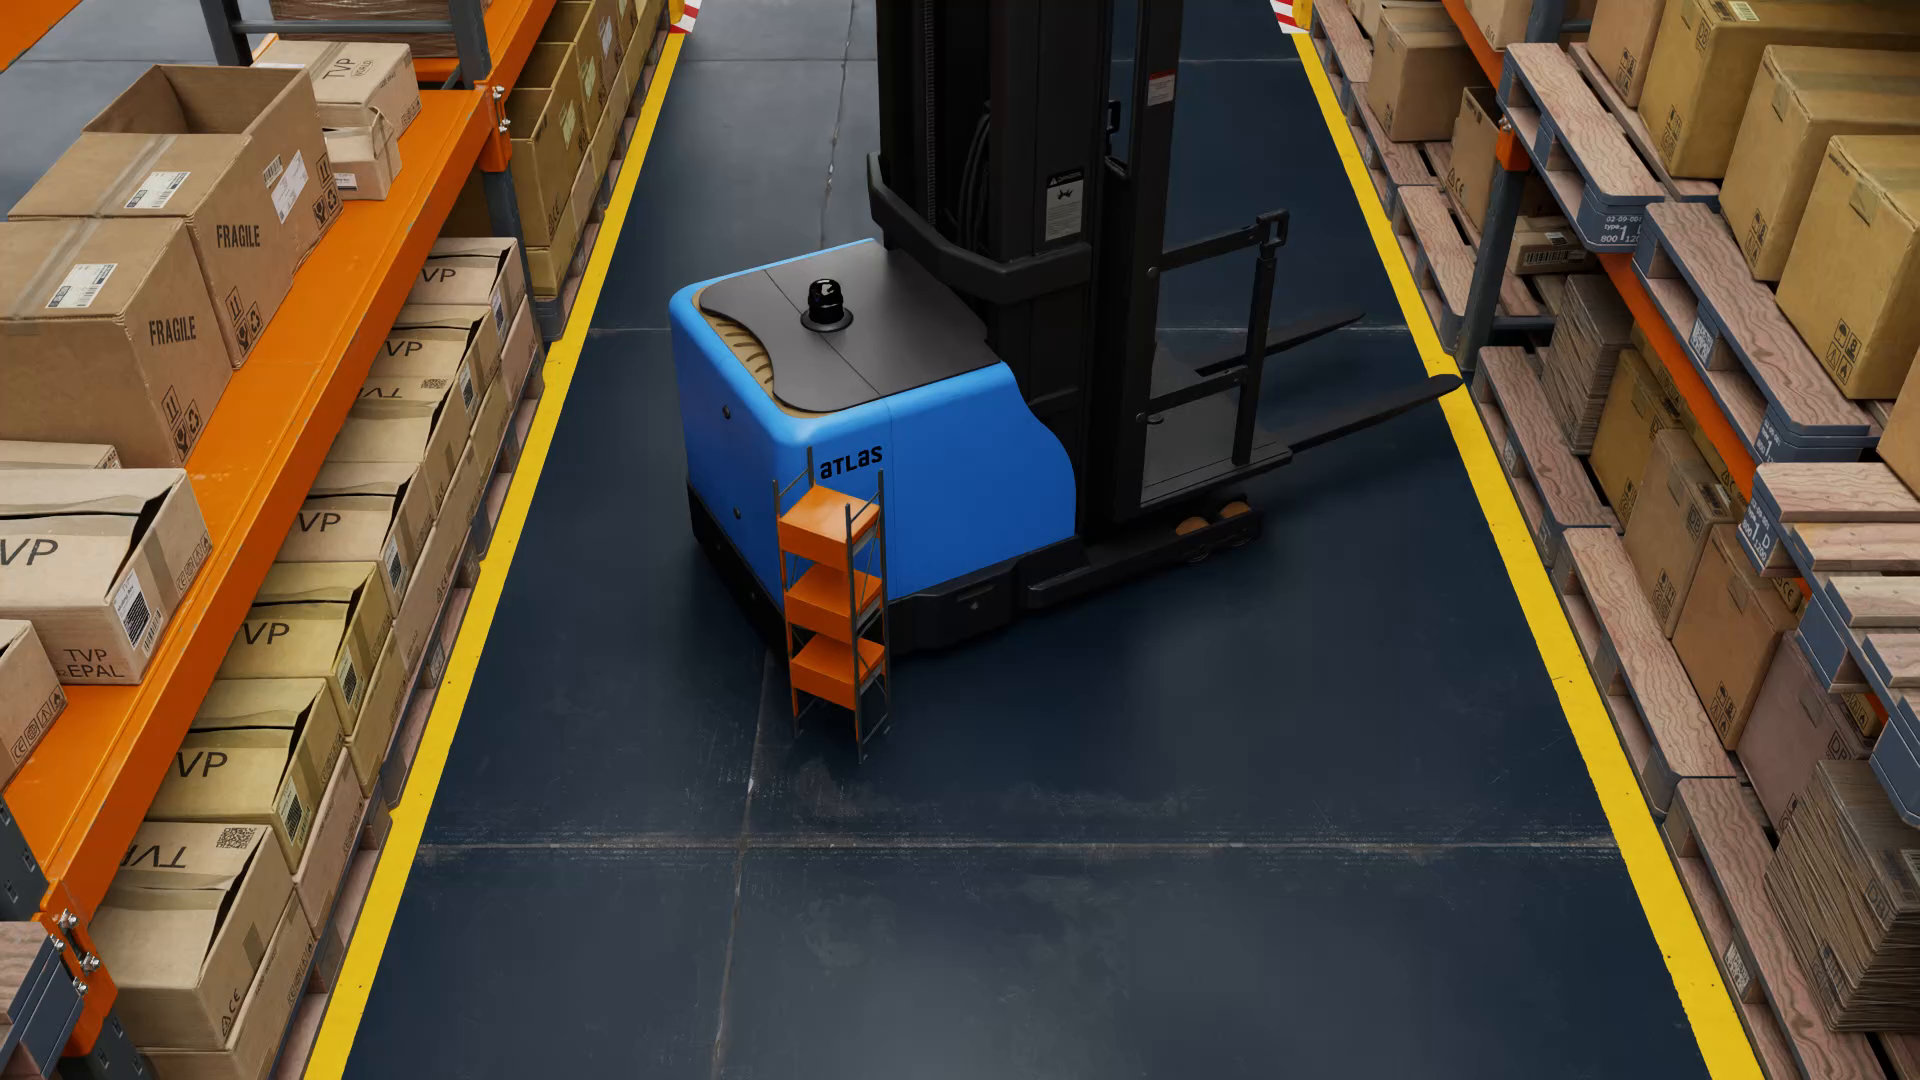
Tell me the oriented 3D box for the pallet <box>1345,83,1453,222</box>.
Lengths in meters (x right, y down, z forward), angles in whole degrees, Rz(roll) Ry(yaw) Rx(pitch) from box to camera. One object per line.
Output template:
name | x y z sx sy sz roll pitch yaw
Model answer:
pallet | 2.613 -2.023 8.606 1.003 0.211 1.213 0 39 0

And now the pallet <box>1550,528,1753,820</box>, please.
pallet | 2.660 0.413 5.566 1.003 0.211 1.213 0 39 0

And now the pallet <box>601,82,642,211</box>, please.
pallet | -2.264 -2.095 8.695 1.003 0.211 1.213 0 39 0

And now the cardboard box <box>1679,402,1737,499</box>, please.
cardboard box | 2.679 -0.354 5.341 0.500 0.250 0.500 -1 39 -1

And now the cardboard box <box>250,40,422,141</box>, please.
cardboard box | -2.256 -1.554 5.911 0.500 0.250 0.500 2 39 3

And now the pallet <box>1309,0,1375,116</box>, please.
pallet | 2.614 -2.784 9.556 1.003 0.211 1.213 0 39 0

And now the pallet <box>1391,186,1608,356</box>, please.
pallet | 2.617 -1.258 7.652 1.003 0.211 1.213 0 39 0

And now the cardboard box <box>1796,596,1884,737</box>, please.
cardboard box | 2.667 0.279 4.550 0.500 0.250 0.500 1 39 1

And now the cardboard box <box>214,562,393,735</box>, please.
cardboard box | -2.010 0.296 4.897 0.500 0.311 0.500 -1 39 -1

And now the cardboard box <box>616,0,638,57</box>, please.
cardboard box | -1.991 -2.845 8.665 0.500 0.500 0.500 0 39 0

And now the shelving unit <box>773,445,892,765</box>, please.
shelving unit | -0.382 0.222 5.134 0.252 1.050 0.215 19 42 22

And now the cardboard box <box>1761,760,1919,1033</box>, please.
cardboard box | 2.605 0.928 4.340 0.700 0.500 0.500 0 39 1

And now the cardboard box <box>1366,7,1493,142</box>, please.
cardboard box | 2.511 -2.376 8.464 0.700 0.500 0.500 -2 39 -3

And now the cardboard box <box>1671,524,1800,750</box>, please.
cardboard box | 2.691 0.295 5.130 0.700 0.500 0.500 0 39 0

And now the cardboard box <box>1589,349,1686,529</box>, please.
cardboard box | 2.721 -0.339 5.922 0.700 0.500 0.500 -1 39 -1

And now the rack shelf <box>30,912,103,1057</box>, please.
rack shelf | -2.294 2.112 1.791 1.077 0.370 4.000 0 39 0

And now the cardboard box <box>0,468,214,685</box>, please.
cardboard box | -2.103 0.056 3.853 0.500 0.311 0.500 0 39 -1

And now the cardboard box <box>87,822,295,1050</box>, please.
cardboard box | -2.003 0.943 4.089 0.500 0.311 0.500 1 39 1

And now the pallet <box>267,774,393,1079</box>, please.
pallet | -2.258 1.154 4.641 1.003 0.211 1.213 0 39 0

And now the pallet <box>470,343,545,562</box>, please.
pallet | -2.261 -0.372 6.545 1.003 0.211 1.213 0 39 0

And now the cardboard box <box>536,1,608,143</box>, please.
cardboard box | -1.989 -2.220 7.885 0.500 0.500 0.500 0 39 0

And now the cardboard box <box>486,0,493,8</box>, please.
cardboard box | -2.315 -2.567 6.975 0.700 0.500 0.500 0 39 -1

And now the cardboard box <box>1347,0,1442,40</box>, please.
cardboard box | 2.559 -3.118 9.540 0.500 0.311 0.500 -4 39 -5

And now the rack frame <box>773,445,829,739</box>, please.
rack frame | -0.489 0.185 5.179 0.008 1.050 0.200 19 42 22

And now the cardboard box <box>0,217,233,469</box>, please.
cardboard box | -2.314 -0.508 4.405 0.500 0.500 0.500 -2 39 -2

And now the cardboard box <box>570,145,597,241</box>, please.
cardboard box | -1.994 -1.614 7.729 0.500 0.250 0.500 0 39 0

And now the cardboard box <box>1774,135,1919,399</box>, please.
cardboard box | 2.623 -0.709 4.304 0.700 0.500 0.500 0 39 0

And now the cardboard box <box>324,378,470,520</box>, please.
cardboard box | -2.008 -0.340 5.690 0.500 0.311 0.500 0 39 0

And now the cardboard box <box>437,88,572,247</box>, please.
cardboard box | -1.988 -1.594 7.104 0.500 0.500 0.500 0 39 0

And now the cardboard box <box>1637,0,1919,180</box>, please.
cardboard box | 2.613 -1.470 5.253 0.700 0.500 0.500 4 39 5

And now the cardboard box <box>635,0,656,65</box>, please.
cardboard box | -1.997 -2.865 9.290 0.500 0.250 0.500 0 39 0

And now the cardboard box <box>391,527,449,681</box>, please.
cardboard box | -2.011 0.202 5.462 0.500 0.250 0.500 1 39 1

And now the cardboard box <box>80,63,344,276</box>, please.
cardboard box | -2.316 -1.150 5.206 0.500 0.500 0.500 3 39 3

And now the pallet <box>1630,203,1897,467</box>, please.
pallet | 2.614 -0.588 4.739 1.003 0.211 1.213 0 39 0

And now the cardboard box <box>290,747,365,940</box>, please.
cardboard box | -2.004 0.848 4.656 0.500 0.250 0.500 -1 39 -1

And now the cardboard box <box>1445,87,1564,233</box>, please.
cardboard box | 2.612 -1.772 7.709 0.500 0.500 0.500 -3 39 -3

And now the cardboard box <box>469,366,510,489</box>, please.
cardboard box | -2.012 -0.436 6.259 0.500 0.250 0.500 -1 39 -1

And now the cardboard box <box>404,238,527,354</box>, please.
cardboard box | -2.014 -0.977 6.485 0.500 0.311 0.500 0 39 0

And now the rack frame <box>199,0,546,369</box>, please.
rack frame | -2.301 -1.921 6.248 1.000 3.000 0.127 0 39 0

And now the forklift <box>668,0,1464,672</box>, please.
forklift | 0.546 -1.332 5.569 3.031 2.935 1.130 -19 42 -22

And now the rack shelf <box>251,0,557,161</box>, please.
rack shelf | -2.303 -2.891 8.034 1.077 0.370 4.000 0 39 0

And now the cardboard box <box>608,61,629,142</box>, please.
cardboard box | -1.995 -2.240 8.509 0.500 0.250 0.500 0 39 0

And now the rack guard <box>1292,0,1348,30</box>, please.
rack guard | 2.648 -3.405 10.099 1.175 0.500 0.348 0 39 0

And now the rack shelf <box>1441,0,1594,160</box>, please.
rack shelf | 2.651 -2.897 8.041 1.077 0.370 4.000 0 39 0

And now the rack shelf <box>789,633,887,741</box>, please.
rack shelf | -0.382 0.447 5.314 0.240 0.259 0.215 19 42 22
